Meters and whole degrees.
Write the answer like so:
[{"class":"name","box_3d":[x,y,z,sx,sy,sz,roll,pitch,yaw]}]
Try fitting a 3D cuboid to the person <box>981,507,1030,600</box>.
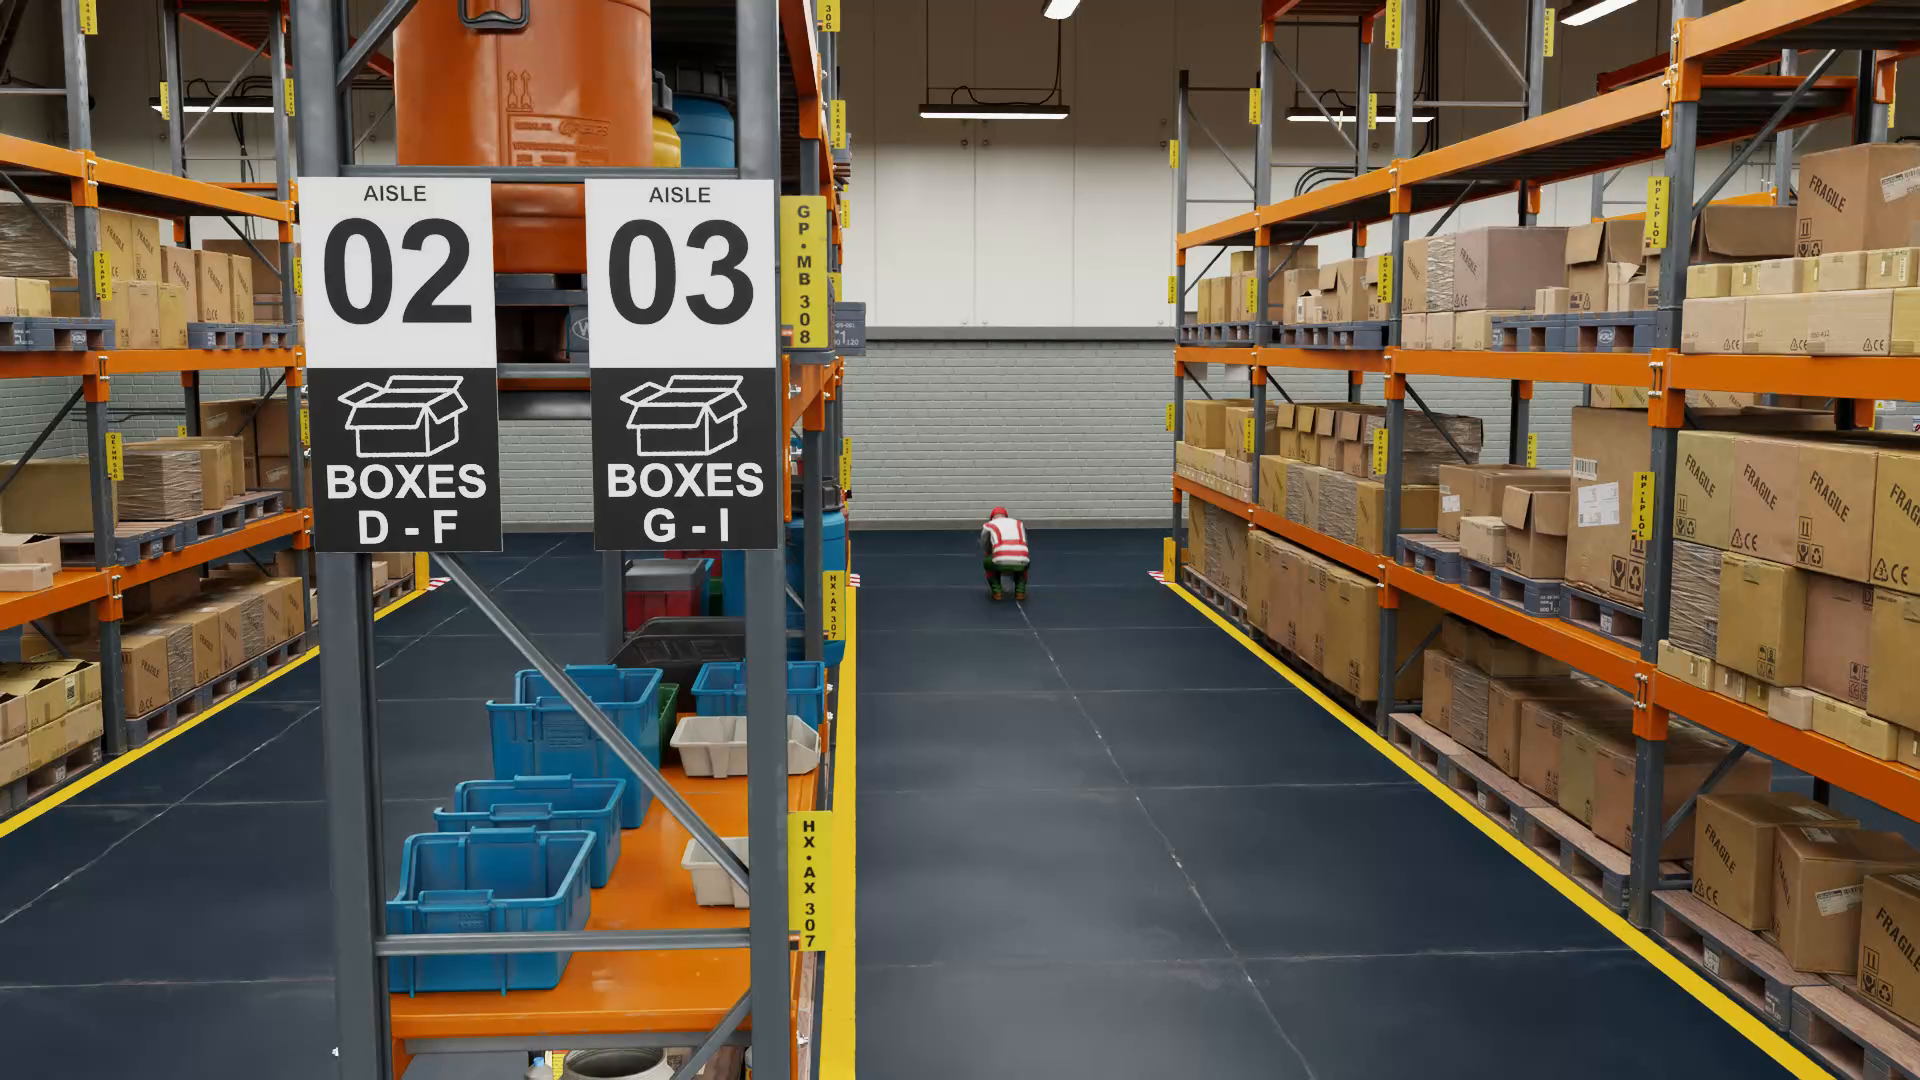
[{"class":"person","box_3d":[0.516,0.151,18.752,0.548,1.000,0.886,-1,7,-5]}]
